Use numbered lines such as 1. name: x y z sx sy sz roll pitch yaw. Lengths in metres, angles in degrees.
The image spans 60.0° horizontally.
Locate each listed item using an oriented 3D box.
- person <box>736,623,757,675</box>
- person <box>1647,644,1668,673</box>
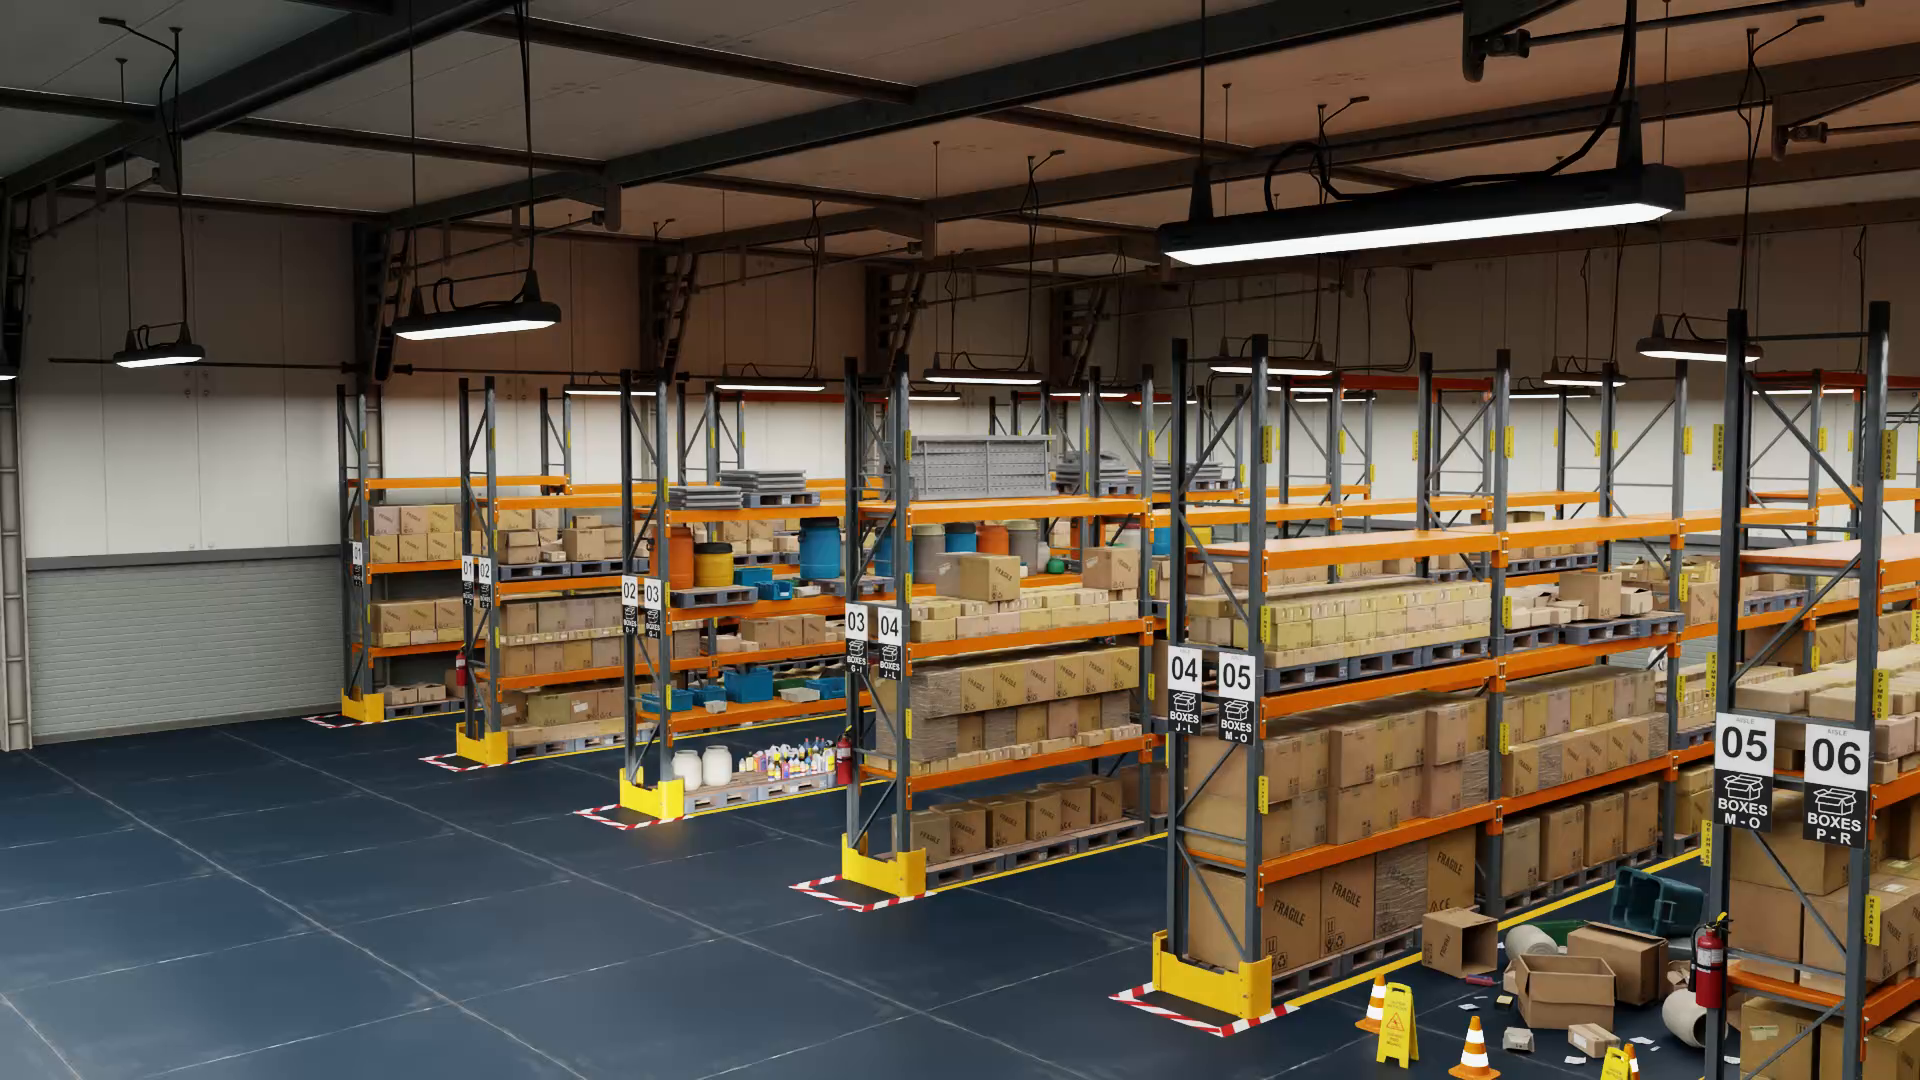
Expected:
1. person: -4.037 2.301 31.397 0.430 1.605 0.373 -3 5 -35
2. person: 11.947 2.436 28.357 1.021 1.725 0.486 -4 5 -45
